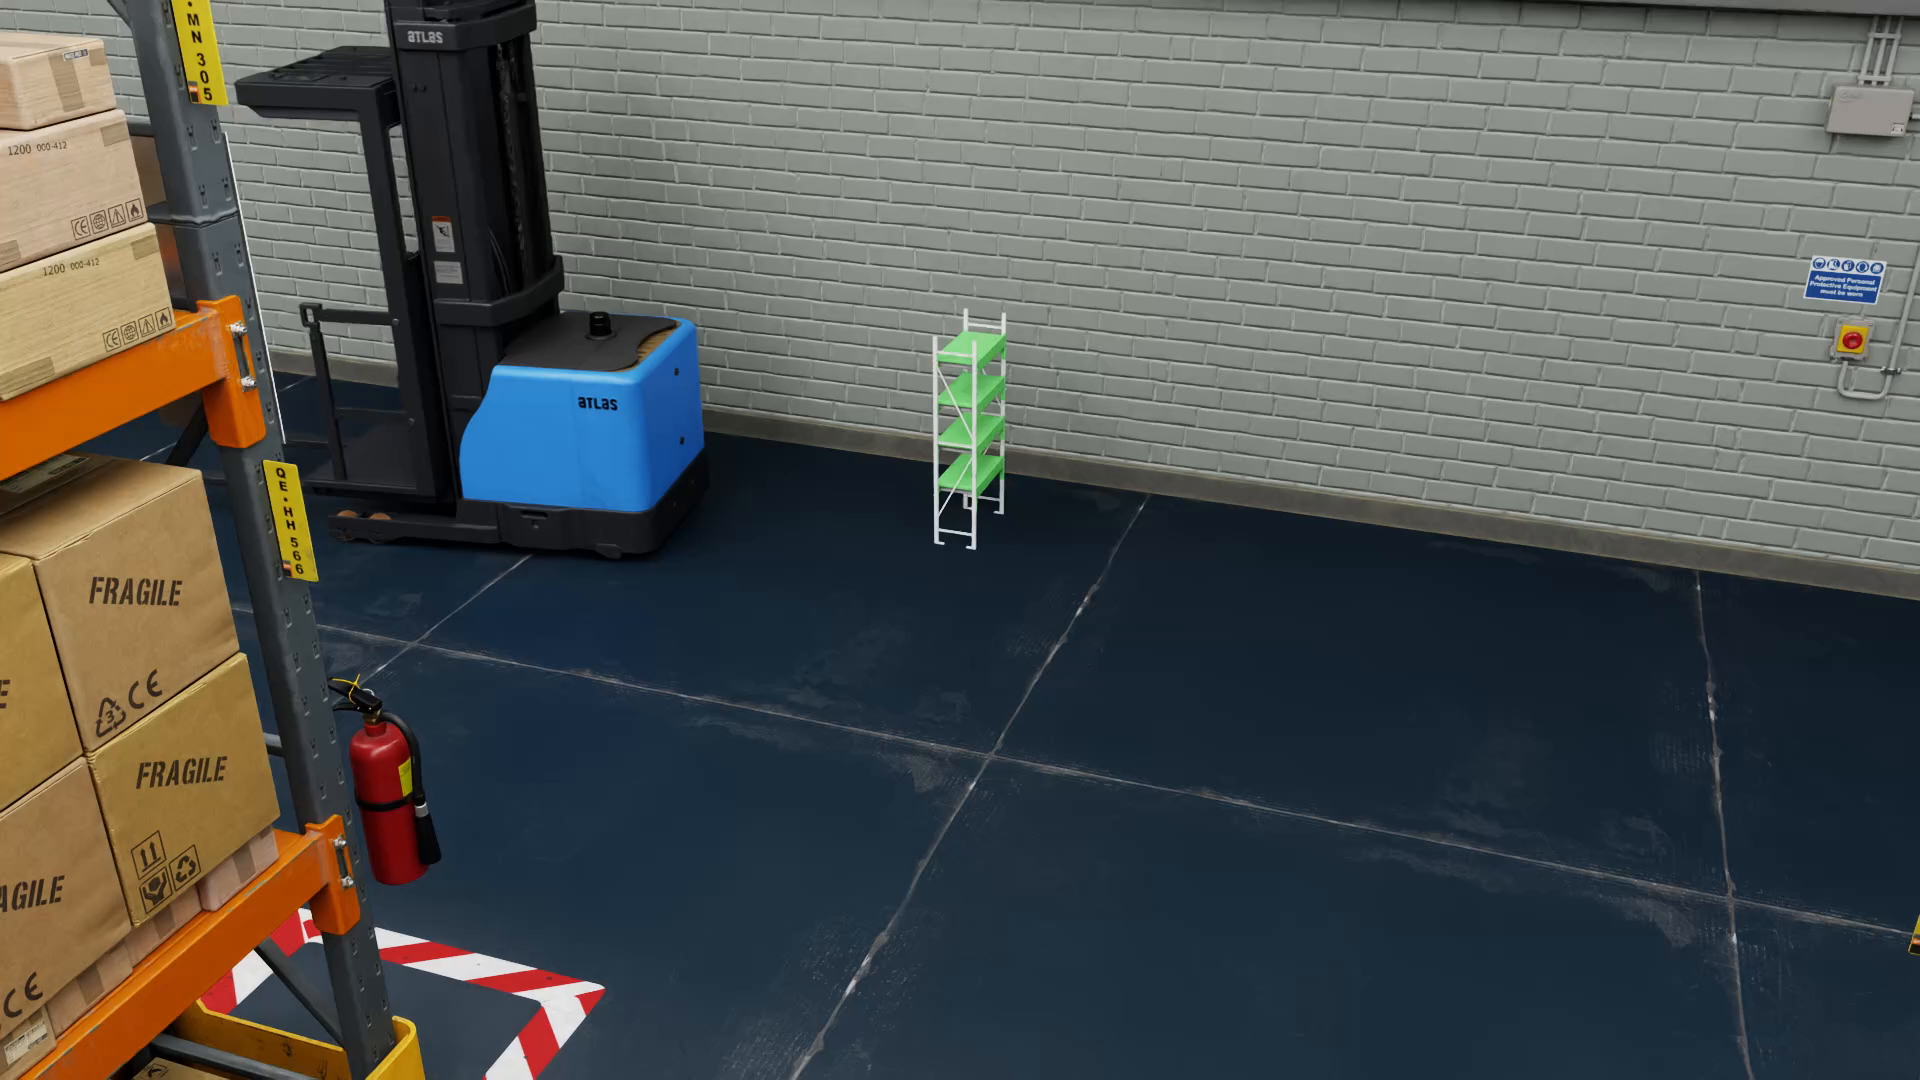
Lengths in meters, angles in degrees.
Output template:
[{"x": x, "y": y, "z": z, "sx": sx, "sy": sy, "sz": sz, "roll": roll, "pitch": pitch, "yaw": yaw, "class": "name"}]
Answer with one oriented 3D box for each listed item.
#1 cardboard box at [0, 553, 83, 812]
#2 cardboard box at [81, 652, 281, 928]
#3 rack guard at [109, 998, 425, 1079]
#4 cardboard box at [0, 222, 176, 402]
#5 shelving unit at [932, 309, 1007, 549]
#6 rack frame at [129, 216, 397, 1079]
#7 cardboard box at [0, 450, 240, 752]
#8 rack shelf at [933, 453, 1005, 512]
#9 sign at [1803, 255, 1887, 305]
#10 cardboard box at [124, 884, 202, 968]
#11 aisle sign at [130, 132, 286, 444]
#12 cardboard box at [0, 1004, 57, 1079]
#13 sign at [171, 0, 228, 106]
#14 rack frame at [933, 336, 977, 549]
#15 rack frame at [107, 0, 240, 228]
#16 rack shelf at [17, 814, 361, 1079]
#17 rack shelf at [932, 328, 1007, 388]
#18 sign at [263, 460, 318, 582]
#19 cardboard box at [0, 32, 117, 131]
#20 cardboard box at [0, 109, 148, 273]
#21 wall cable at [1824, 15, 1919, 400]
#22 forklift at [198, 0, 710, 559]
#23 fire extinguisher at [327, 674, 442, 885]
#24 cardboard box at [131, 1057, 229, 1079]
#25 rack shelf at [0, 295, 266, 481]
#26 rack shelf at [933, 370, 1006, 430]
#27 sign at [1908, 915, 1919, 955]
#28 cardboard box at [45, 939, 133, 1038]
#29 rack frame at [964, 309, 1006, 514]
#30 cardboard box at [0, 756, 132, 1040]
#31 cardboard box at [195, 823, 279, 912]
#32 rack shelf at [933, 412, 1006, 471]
[{"x": -2.297, "y": 0.332, "z": 3.519, "sx": 0.500, "sy": 0.500, "sz": 0.500, "roll": 8, "pitch": 27, "yaw": 16, "class": "cardboard box"}, {"x": -2.118, "y": 0.572, "z": 4.171, "sx": 0.500, "sy": 0.500, "sz": 0.500, "roll": 9, "pitch": 27, "yaw": 18, "class": "cardboard box"}, {"x": -2.236, "y": 1.685, "z": 5.196, "sx": 1.175, "sy": 0.500, "sz": 0.348, "roll": 9, "pitch": 27, "yaw": 17, "class": "rack guard"}, {"x": -2.113, "y": -0.529, "z": 3.630, "sx": 0.500, "sy": 0.250, "sz": 0.500, "roll": 8, "pitch": 27, "yaw": 16, "class": "cardboard box"}, {"x": 0.055, "y": -0.608, "z": 9.129, "sx": 0.258, "sy": 1.200, "sz": 0.503, "roll": 9, "pitch": 27, "yaw": 17, "class": "shelving unit"}, {"x": -2.211, "y": 0.529, "z": 4.716, "sx": 1.000, "sy": 3.000, "sz": 0.127, "roll": 9, "pitch": 27, "yaw": 17, "class": "rack frame"}, {"x": -2.129, "y": 0.124, "z": 3.949, "sx": 0.500, "sy": 0.500, "sz": 0.500, "roll": 8, "pitch": 27, "yaw": 16, "class": "cardboard box"}, {"x": 0.055, "y": -0.335, "z": 9.261, "sx": 0.258, "sy": 0.148, "sz": 0.480, "roll": 9, "pitch": 27, "yaw": 17, "class": "rack shelf"}, {"x": 4.320, "y": -1.269, "z": 8.120, "sx": 0.327, "sy": 0.218, "sz": 0.001, "roll": 9, "pitch": 27, "yaw": 17, "class": "sign"}, {"x": -2.171, "y": 0.913, "z": 4.210, "sx": 0.380, "sy": 0.149, "sz": 0.250, "roll": 9, "pitch": 27, "yaw": 17, "class": "cardboard box"}, {"x": -1.904, "y": -0.628, "z": 4.122, "sx": 0.394, "sy": 0.787, "sz": 0.004, "roll": 9, "pitch": 27, "yaw": 17, "class": "aisle sign"}, {"x": -2.303, "y": 1.127, "z": 3.769, "sx": 0.380, "sy": 0.149, "sz": 0.250, "roll": 9, "pitch": 27, "yaw": 19, "class": "cardboard box"}, {"x": -1.694, "y": -1.131, "z": 3.686, "sx": 0.100, "sy": 0.325, "sz": 0.005, "roll": 9, "pitch": 27, "yaw": 17, "class": "sign"}, {"x": -0.026, "y": -0.508, "z": 8.922, "sx": 0.240, "sy": 1.200, "sz": 0.015, "roll": 9, "pitch": 27, "yaw": 17, "class": "rack frame"}, {"x": -2.211, "y": -2.172, "z": 3.409, "sx": 1.000, "sy": 3.000, "sz": 0.127, "roll": 9, "pitch": 27, "yaw": 17, "class": "rack frame"}, {"x": -2.877, "y": 1.674, "z": 3.175, "sx": 1.077, "sy": 0.370, "sz": 4.000, "roll": 9, "pitch": 27, "yaw": 17, "class": "rack shelf"}, {"x": 0.055, "y": -0.983, "z": 8.948, "sx": 0.258, "sy": 0.148, "sz": 0.480, "roll": 9, "pitch": 27, "yaw": 17, "class": "rack shelf"}, {"x": -1.694, "y": -0.046, "z": 4.212, "sx": 0.100, "sy": 0.325, "sz": 0.005, "roll": 9, "pitch": 27, "yaw": 17, "class": "sign"}, {"x": -2.045, "y": -0.979, "z": 3.529, "sx": 0.380, "sy": 0.149, "sz": 0.250, "roll": 9, "pitch": 27, "yaw": 17, "class": "cardboard box"}, {"x": -2.124, "y": -0.753, "z": 3.519, "sx": 0.500, "sy": 0.250, "sz": 0.500, "roll": 8, "pitch": 27, "yaw": 16, "class": "cardboard box"}, {"x": 4.345, "y": -1.587, "z": 7.884, "sx": 0.585, "sy": 1.953, "sz": 0.123, "roll": 9, "pitch": 27, "yaw": 17, "class": "wall cable"}, {"x": -3.038, "y": -1.519, "z": 9.024, "sx": 3.031, "sy": 2.935, "sz": 1.130, "roll": 5, "pitch": 26, "yaw": 10, "class": "forklift"}, {"x": -1.692, "y": 0.695, "z": 4.890, "sx": 0.296, "sy": 0.674, "sz": 0.183, "roll": 9, "pitch": 27, "yaw": 17, "class": "fire extinguisher"}, {"x": -2.148, "y": 1.609, "z": 4.591, "sx": 0.380, "sy": 0.149, "sz": 0.250, "roll": 9, "pitch": 27, "yaw": 18, "class": "cardboard box"}, {"x": -2.877, "y": 0.324, "z": 2.522, "sx": 1.077, "sy": 0.370, "sz": 4.000, "roll": 9, "pitch": 27, "yaw": 17, "class": "rack shelf"}, {"x": 0.055, "y": -0.767, "z": 9.052, "sx": 0.258, "sy": 0.148, "sz": 0.480, "roll": 9, "pitch": 27, "yaw": 17, "class": "rack shelf"}, {"x": 1.969, "y": 0.697, "z": 3.285, "sx": 0.100, "sy": 0.325, "sz": 0.005, "roll": 9, "pitch": 27, "yaw": 17, "class": "sign"}, {"x": -2.240, "y": 1.019, "z": 3.992, "sx": 0.380, "sy": 0.149, "sz": 0.250, "roll": 8, "pitch": 27, "yaw": 17, "class": "cardboard box"}, {"x": 0.136, "y": -0.708, "z": 9.336, "sx": 0.240, "sy": 1.200, "sz": 0.015, "roll": 9, "pitch": 27, "yaw": 17, "class": "rack frame"}, {"x": -2.294, "y": 0.783, "z": 3.736, "sx": 0.500, "sy": 0.500, "sz": 0.500, "roll": 8, "pitch": 27, "yaw": 17, "class": "cardboard box"}, {"x": -2.053, "y": 0.817, "z": 4.410, "sx": 0.380, "sy": 0.149, "sz": 0.250, "roll": 9, "pitch": 27, "yaw": 18, "class": "cardboard box"}, {"x": 0.055, "y": -0.551, "z": 9.157, "sx": 0.258, "sy": 0.148, "sz": 0.480, "roll": 9, "pitch": 27, "yaw": 17, "class": "rack shelf"}]
